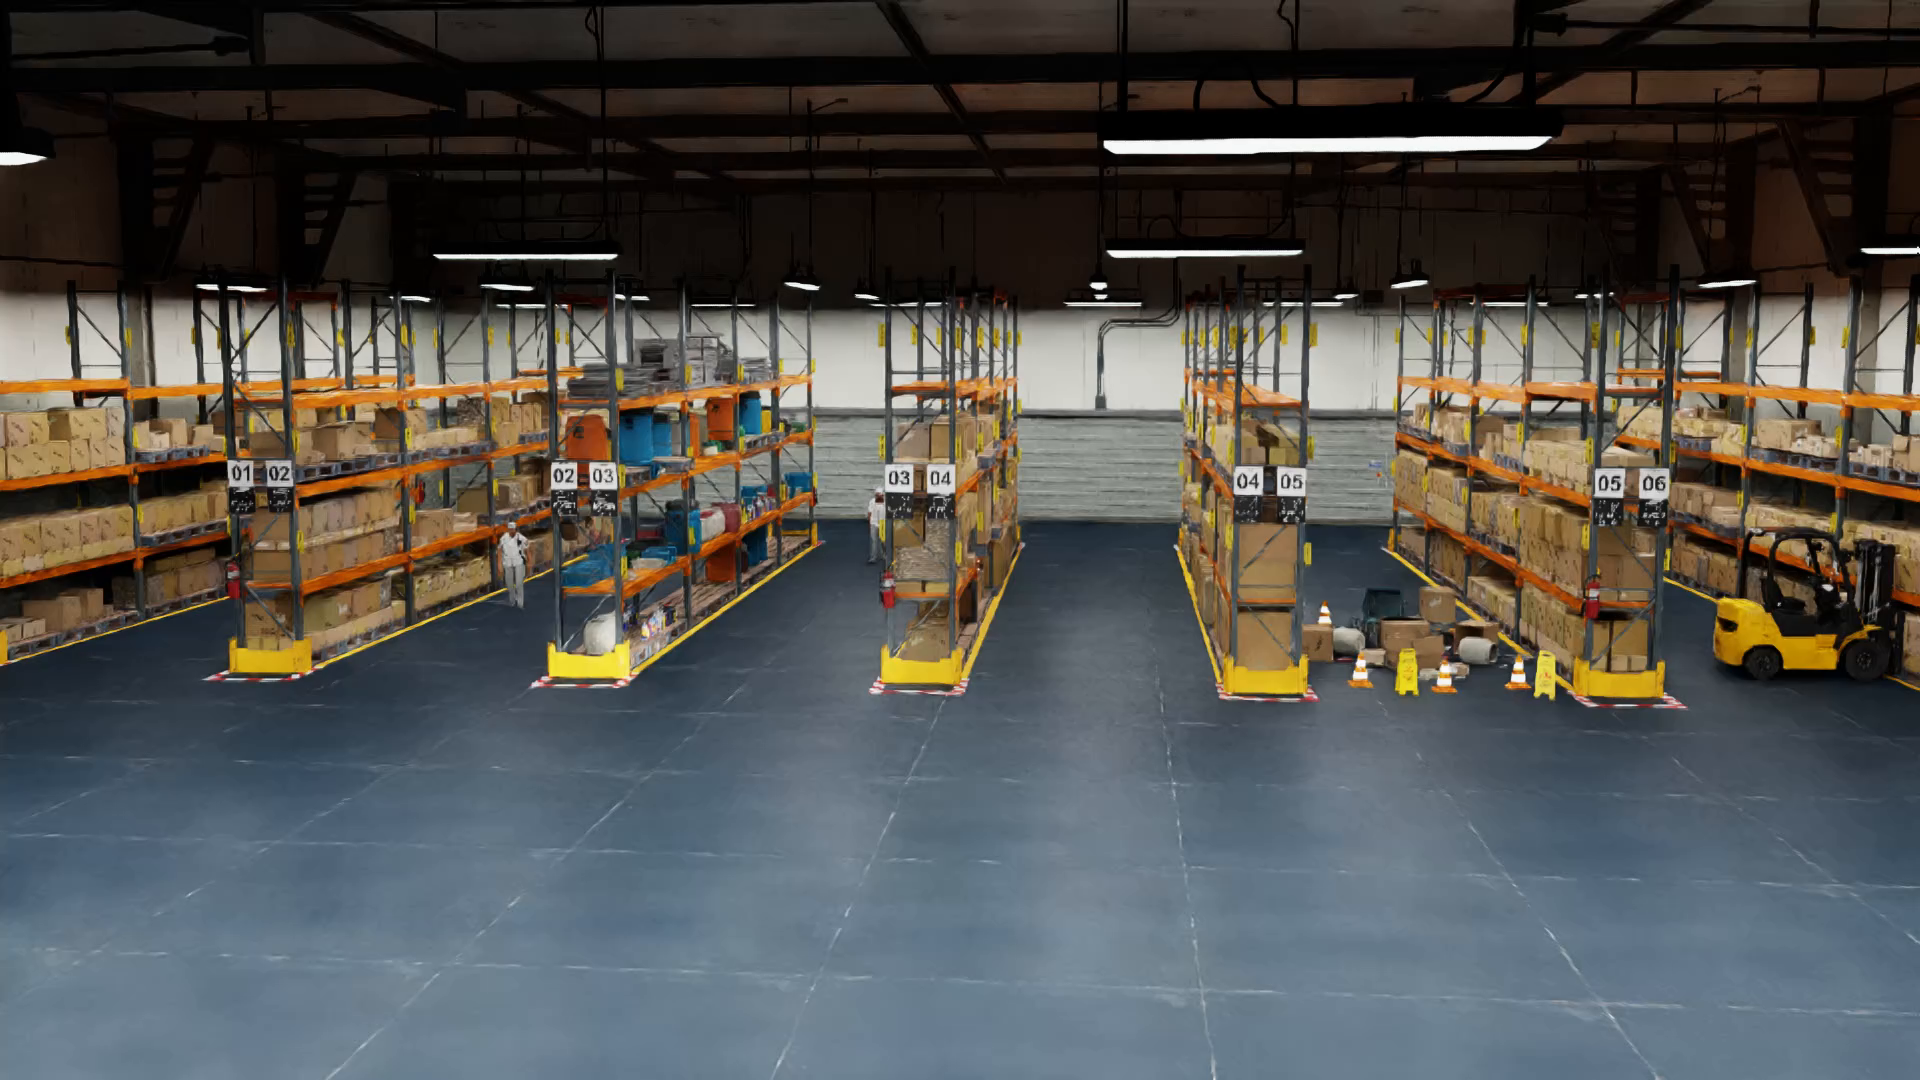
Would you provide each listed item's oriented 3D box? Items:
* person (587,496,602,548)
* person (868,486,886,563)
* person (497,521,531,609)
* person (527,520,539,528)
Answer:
[{"bbox_3d":[-7.875,-0.217,36.022,0.390,1.674,0.561,-1,7,-11],"label":"person"},{"bbox_3d":[-1.784,-0.360,37.147,0.577,1.687,1.115,0,7,3],"label":"person"},{"bbox_3d":[-8.289,0.441,30.984,0.605,1.628,0.702,0,7,-2],"label":"person"},{"bbox_3d":[-10.587,-0.873,41.388,0.362,1.687,0.606,0,7,1],"label":"person"}]
